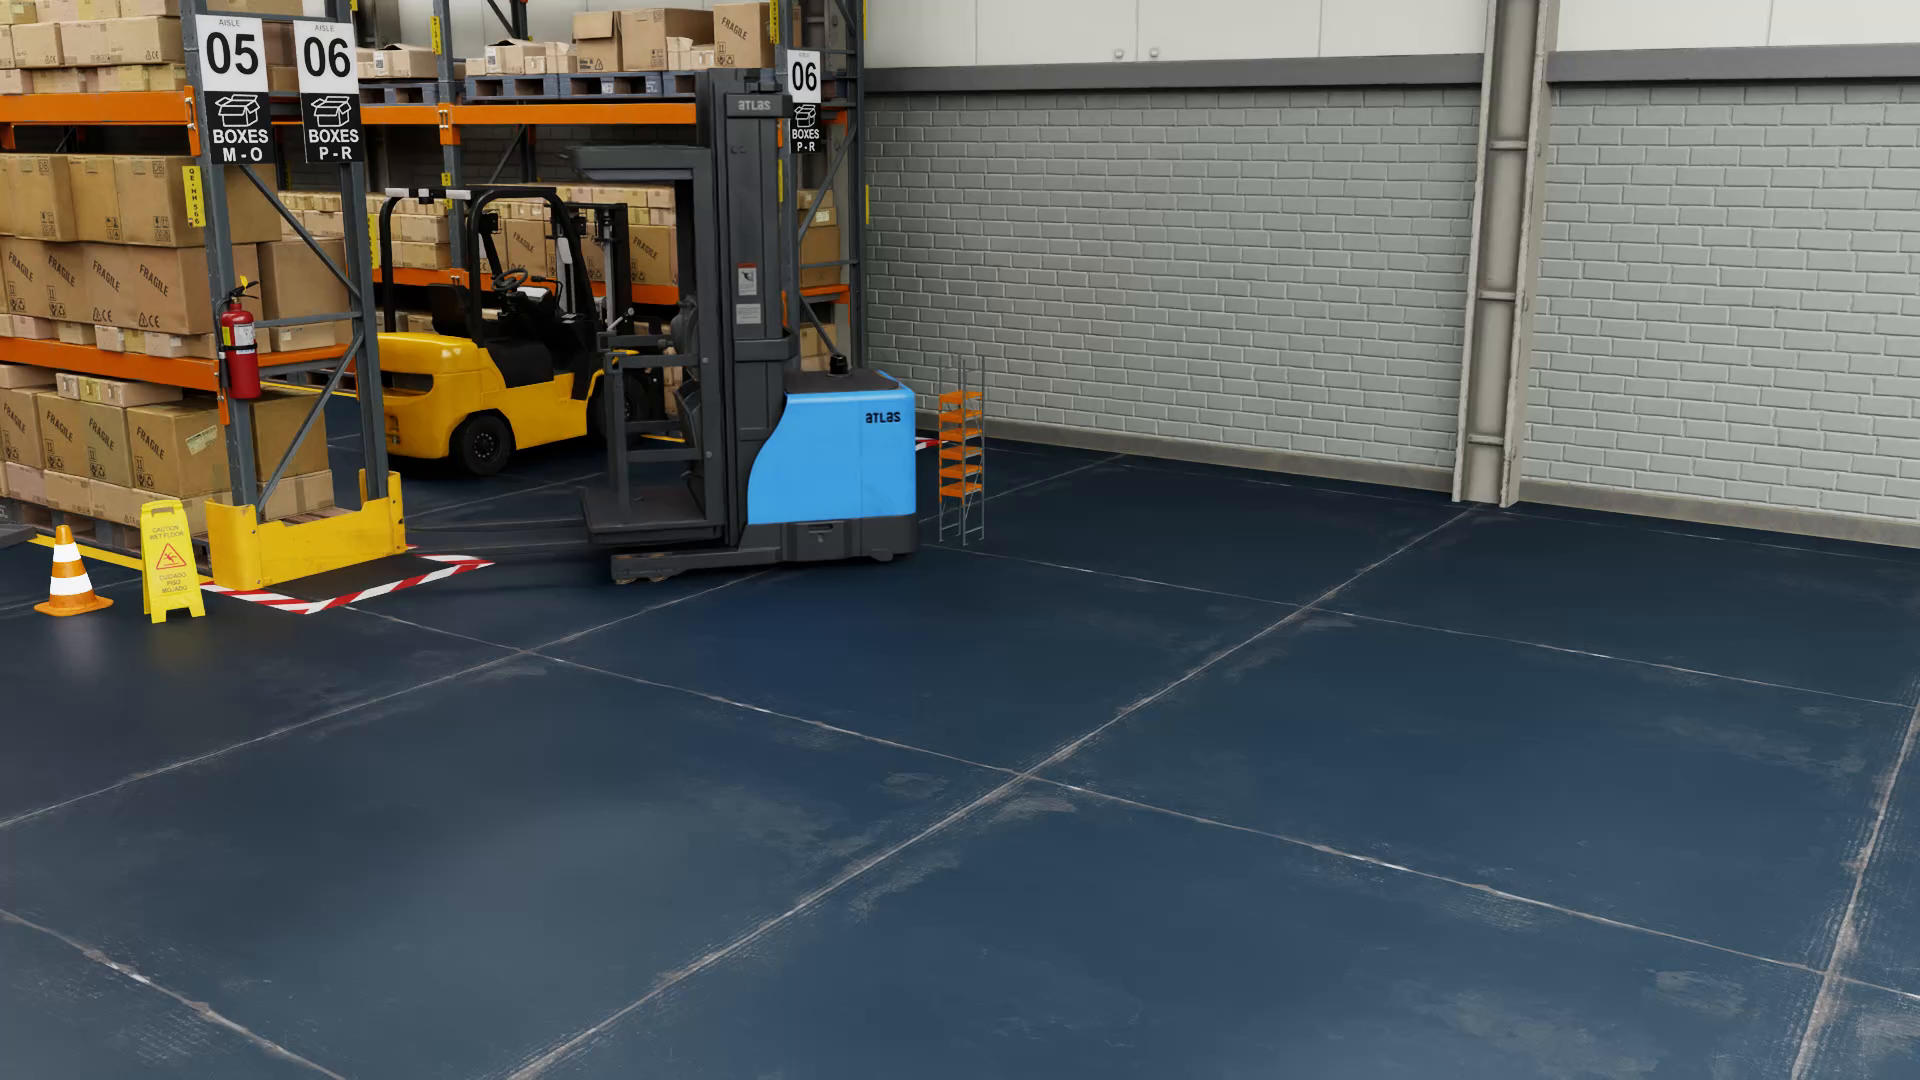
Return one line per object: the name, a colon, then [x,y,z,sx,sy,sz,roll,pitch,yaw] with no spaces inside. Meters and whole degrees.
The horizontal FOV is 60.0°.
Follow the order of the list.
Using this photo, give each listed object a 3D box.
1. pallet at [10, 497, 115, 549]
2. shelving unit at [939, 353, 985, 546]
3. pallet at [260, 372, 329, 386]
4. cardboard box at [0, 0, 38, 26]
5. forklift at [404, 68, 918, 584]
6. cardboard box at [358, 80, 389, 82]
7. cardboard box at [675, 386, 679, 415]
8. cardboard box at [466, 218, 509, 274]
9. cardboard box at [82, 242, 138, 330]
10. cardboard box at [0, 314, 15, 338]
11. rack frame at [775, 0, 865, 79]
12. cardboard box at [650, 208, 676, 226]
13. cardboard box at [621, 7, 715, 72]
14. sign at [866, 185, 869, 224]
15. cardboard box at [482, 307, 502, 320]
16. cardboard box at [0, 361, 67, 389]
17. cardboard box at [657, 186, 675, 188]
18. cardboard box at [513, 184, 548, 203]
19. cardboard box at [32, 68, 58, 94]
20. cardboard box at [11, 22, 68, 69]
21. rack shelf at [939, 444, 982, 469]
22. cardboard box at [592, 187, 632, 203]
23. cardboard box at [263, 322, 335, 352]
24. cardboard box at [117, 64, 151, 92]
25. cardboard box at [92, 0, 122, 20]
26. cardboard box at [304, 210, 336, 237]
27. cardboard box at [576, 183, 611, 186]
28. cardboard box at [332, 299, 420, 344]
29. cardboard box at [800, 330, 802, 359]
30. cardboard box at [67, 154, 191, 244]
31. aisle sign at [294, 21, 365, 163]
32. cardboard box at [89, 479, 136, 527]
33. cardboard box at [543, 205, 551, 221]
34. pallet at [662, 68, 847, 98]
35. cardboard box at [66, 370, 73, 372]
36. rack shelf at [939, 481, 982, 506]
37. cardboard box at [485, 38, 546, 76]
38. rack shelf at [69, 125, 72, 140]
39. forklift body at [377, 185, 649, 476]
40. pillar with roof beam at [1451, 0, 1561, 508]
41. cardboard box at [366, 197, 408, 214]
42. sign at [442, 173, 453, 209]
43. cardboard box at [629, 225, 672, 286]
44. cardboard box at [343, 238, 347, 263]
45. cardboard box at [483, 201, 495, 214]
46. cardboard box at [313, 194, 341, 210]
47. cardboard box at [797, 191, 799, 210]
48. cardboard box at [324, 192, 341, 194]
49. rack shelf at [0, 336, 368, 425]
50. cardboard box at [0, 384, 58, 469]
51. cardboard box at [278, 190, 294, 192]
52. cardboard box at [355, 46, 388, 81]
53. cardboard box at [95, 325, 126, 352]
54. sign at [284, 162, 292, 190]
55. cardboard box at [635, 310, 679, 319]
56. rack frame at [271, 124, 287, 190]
pallet: [-5.613,-0.219,11.270,1.213,0.211,1.003,9,17,33]
shelving unit: [0.012,-0.580,10.671,0.189,1.200,0.258,9,17,33]
pallet: [-7.097,-1.874,17.955,1.213,0.211,1.003,9,17,33]
cardboard box: [-5.624,-3.190,10.087,0.250,0.149,0.380,10,17,34]
forklift: [-1.832,-1.304,9.993,3.031,2.935,1.130,-4,14,-15]
cardboard box: [-5.949,-4.671,16.611,0.250,0.166,0.380,9,17,33]
cardboard box: [-2.094,-1.211,14.321,0.500,0.250,0.500,9,17,33]
cardboard box: [-4.217,-2.747,15.468,0.500,0.500,0.500,9,16,31]
cardboard box: [-4.904,-1.562,10.063,0.500,0.500,0.500,9,17,33]
cardboard box: [-6.068,-1.418,10.831,0.250,0.149,0.380,9,17,33]
rack frame: [-1.120,-5.185,13.043,0.127,3.000,1.000,9,17,33]
cardboard box: [-2.421,-2.765,14.191,0.250,0.149,0.380,9,16,31]
cardboard box: [-2.418,-4.198,14.008,0.500,0.500,0.700,9,17,33]
sign: [-0.805,-2.842,14.094,0.005,0.325,0.100,9,17,33]
cardboard box: [-4.213,-2.037,15.576,0.500,0.250,0.500,9,16,32]
cardboard box: [-6.145,-1.102,10.969,0.250,0.149,0.380,10,17,36]
cardboard box: [-2.547,-3.082,14.853,0.250,0.149,0.380,9,17,33]
cardboard box: [-3.856,-3.166,15.194,0.250,0.149,0.380,9,16,32]
cardboard box: [-5.386,-2.787,10.118,0.250,0.149,0.380,9,16,31]
cardboard box: [-5.312,-2.962,9.996,0.500,0.250,0.500,10,17,34]
rack shelf: [0.012,-0.537,10.682,0.180,0.103,0.258,9,17,33]
cardboard box: [-3.010,-3.029,14.639,0.250,0.149,0.380,9,17,33]
cardboard box: [-4.054,-1.248,10.145,0.250,0.149,0.380,9,17,33]
cardboard box: [-4.564,-2.636,9.510,0.250,0.149,0.380,9,17,33]
cardboard box: [-4.747,-3.063,9.577,0.250,0.149,0.380,9,16,32]
cardboard box: [-6.250,-3.203,16.792,0.500,0.250,0.500,9,17,34]
cardboard box: [-3.351,-3.239,15.488,0.250,0.149,0.380,9,16,32]
cardboard box: [-6.143,-2.135,17.272,0.625,0.625,0.875,8,16,31]
cardboard box: [-1.676,-1.627,13.922,0.500,0.250,0.500,10,17,35]
cardboard box: [-4.849,-2.056,9.977,0.500,0.500,0.700,9,17,33]
aisle sign: [-3.663,-2.598,9.667,0.004,0.787,0.394,9,17,33]
cardboard box: [-5.134,-0.278,10.552,0.500,0.250,0.500,9,17,33]
cardboard box: [-3.494,-2.931,14.862,0.250,0.149,0.380,9,17,32]
pallet: [-1.692,-3.786,13.818,1.213,0.211,1.003,9,17,33]
cardboard box: [-6.143,-0.959,11.742,0.500,0.500,0.500,10,17,34]
rack shelf: [0.012,-0.304,10.740,0.180,0.103,0.258,9,17,33]
cardboard box: [-3.885,-4.315,14.872,0.500,0.311,0.500,10,17,34]
rack shelf: [-12.737,-5.258,21.074,4.000,0.370,1.077,9,17,33]
forklift body: [-3.712,-1.752,13.424,1.214,2.155,2.313,9,17,33]
pillar with roof beam: [1.381,-3.795,7.428,0.400,9.000,9.100,9,17,33]
cardboard box: [-5.537,-3.258,16.183,0.250,0.149,0.380,9,16,31]
sign: [-4.734,-3.224,15.359,0.005,0.325,0.100,9,17,33]
cardboard box: [-2.526,-2.475,14.373,0.500,0.500,0.500,9,16,32]
cardboard box: [-5.819,-2.891,16.573,0.500,0.250,0.500,9,17,33]
cardboard box: [-4.322,-3.078,15.456,0.250,0.149,0.380,9,16,32]
cardboard box: [-6.312,-3.421,16.844,0.250,0.149,0.380,9,17,33]
cardboard box: [-1.535,-2.787,13.662,0.250,0.149,0.380,9,17,33]
cardboard box: [-6.499,-3.577,17.472,0.250,0.149,0.380,9,17,32]
rack shelf: [-5.547,-1.202,10.934,4.000,0.370,1.077,9,17,33]
cardboard box: [-5.988,-0.780,11.021,0.500,0.500,0.500,10,17,36]
cardboard box: [-7.376,-3.706,17.995,0.250,0.149,0.380,10,17,35]
cardboard box: [-5.813,-4.626,16.130,0.500,0.311,0.500,9,16,31]
cardboard box: [-5.020,-1.248,10.143,0.250,0.149,0.380,10,17,34]
sign: [-7.451,-4.019,18.408,0.005,0.325,0.100,9,17,33]
cardboard box: [-2.660,-1.935,15.167,0.500,0.250,0.500,9,16,32]
rack frame: [-7.758,-3.346,18.098,0.127,3.000,1.000,9,17,33]
